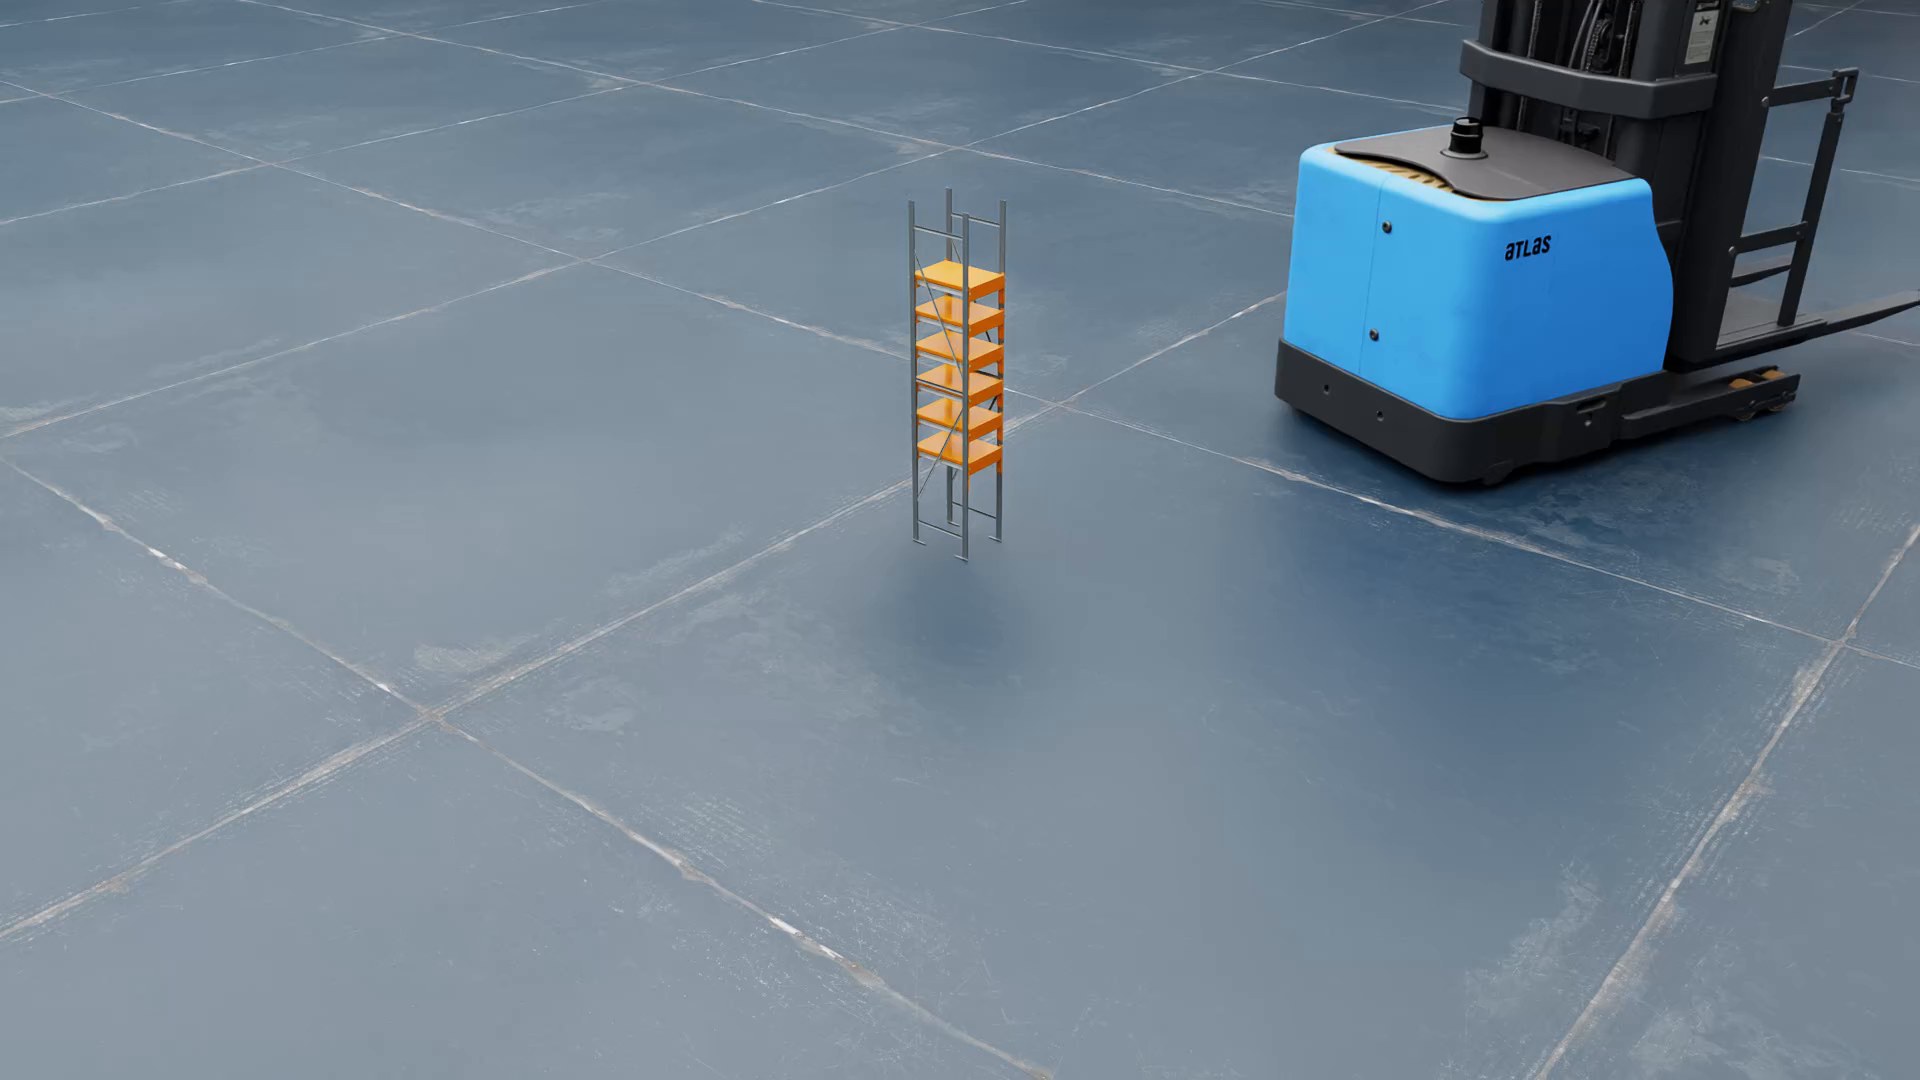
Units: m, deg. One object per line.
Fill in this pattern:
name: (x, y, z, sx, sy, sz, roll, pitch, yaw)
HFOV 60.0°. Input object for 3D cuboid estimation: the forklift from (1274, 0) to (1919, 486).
forklift: (2.813, -1.976, 6.379, 3.031, 2.935, 1.130, -14, 31, -26)

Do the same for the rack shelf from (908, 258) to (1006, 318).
rack shelf: (-0.009, -0.808, 5.319, 0.258, 0.103, 0.180, 21, 34, 34)

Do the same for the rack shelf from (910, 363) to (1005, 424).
rack shelf: (-0.009, -0.488, 5.485, 0.258, 0.103, 0.180, 21, 34, 34)

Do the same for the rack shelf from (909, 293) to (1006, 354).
rack shelf: (-0.009, -0.701, 5.375, 0.258, 0.103, 0.180, 21, 34, 34)

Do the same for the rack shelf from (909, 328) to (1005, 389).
rack shelf: (-0.009, -0.595, 5.430, 0.258, 0.103, 0.180, 21, 34, 34)

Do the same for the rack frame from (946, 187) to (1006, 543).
rack frame: (0.049, -0.560, 5.527, 0.240, 1.200, 0.006, 21, 34, 34)

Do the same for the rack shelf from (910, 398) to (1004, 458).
rack shelf: (-0.009, -0.382, 5.540, 0.258, 0.103, 0.180, 21, 34, 34)

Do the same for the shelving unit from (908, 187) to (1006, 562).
shelving unit: (-0.009, -0.528, 5.464, 0.258, 1.200, 0.189, 21, 34, 34)

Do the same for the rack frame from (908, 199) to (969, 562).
rack frame: (-0.067, -0.495, 5.402, 0.240, 1.200, 0.006, 21, 34, 34)

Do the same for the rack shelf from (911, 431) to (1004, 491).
rack shelf: (-0.009, -0.275, 5.595, 0.258, 0.103, 0.180, 21, 34, 34)
